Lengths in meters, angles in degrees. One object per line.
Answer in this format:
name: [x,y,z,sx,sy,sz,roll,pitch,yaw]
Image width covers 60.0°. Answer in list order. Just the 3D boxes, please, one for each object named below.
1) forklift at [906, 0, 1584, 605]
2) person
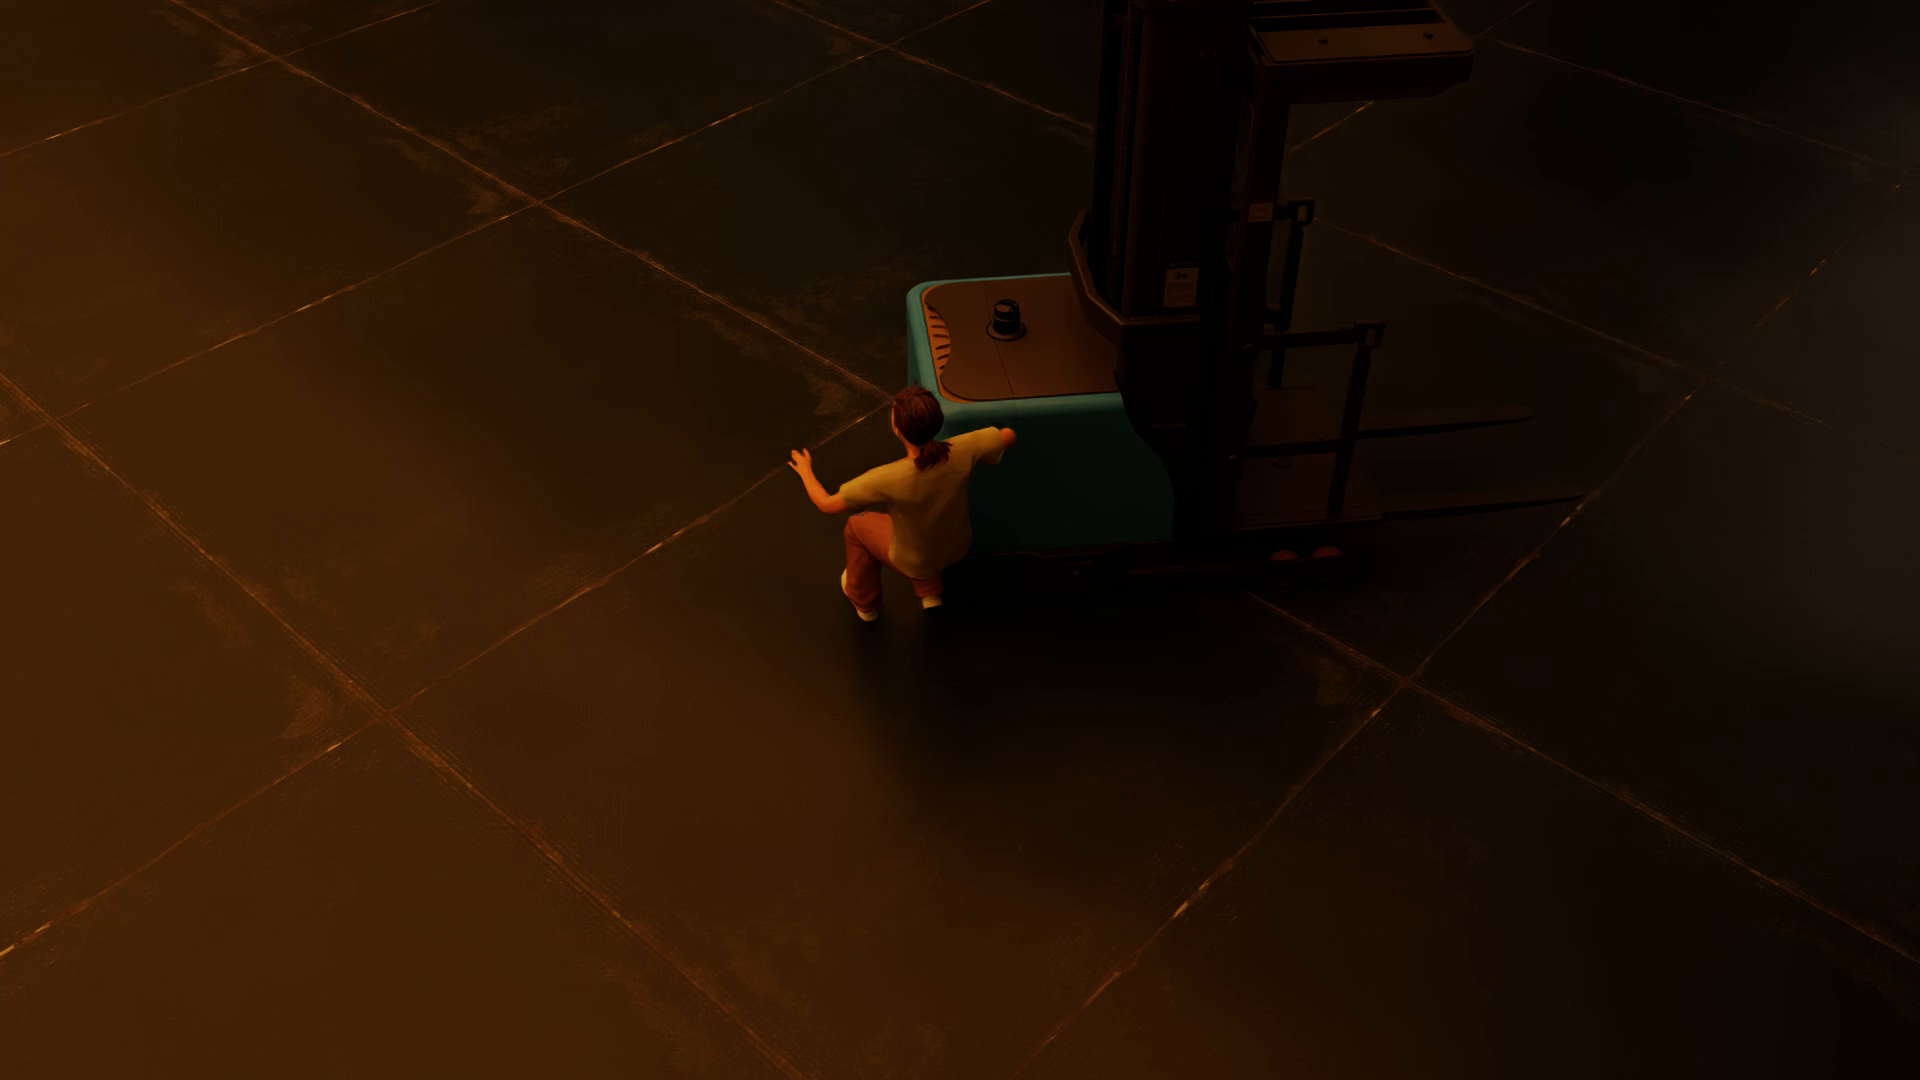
forklift: [1.304,-1.246,6.881,3.031,2.935,1.130,-5,41,-5]
person: [-0.247,-0.045,6.712,0.648,1.069,0.635,-27,47,-28]
